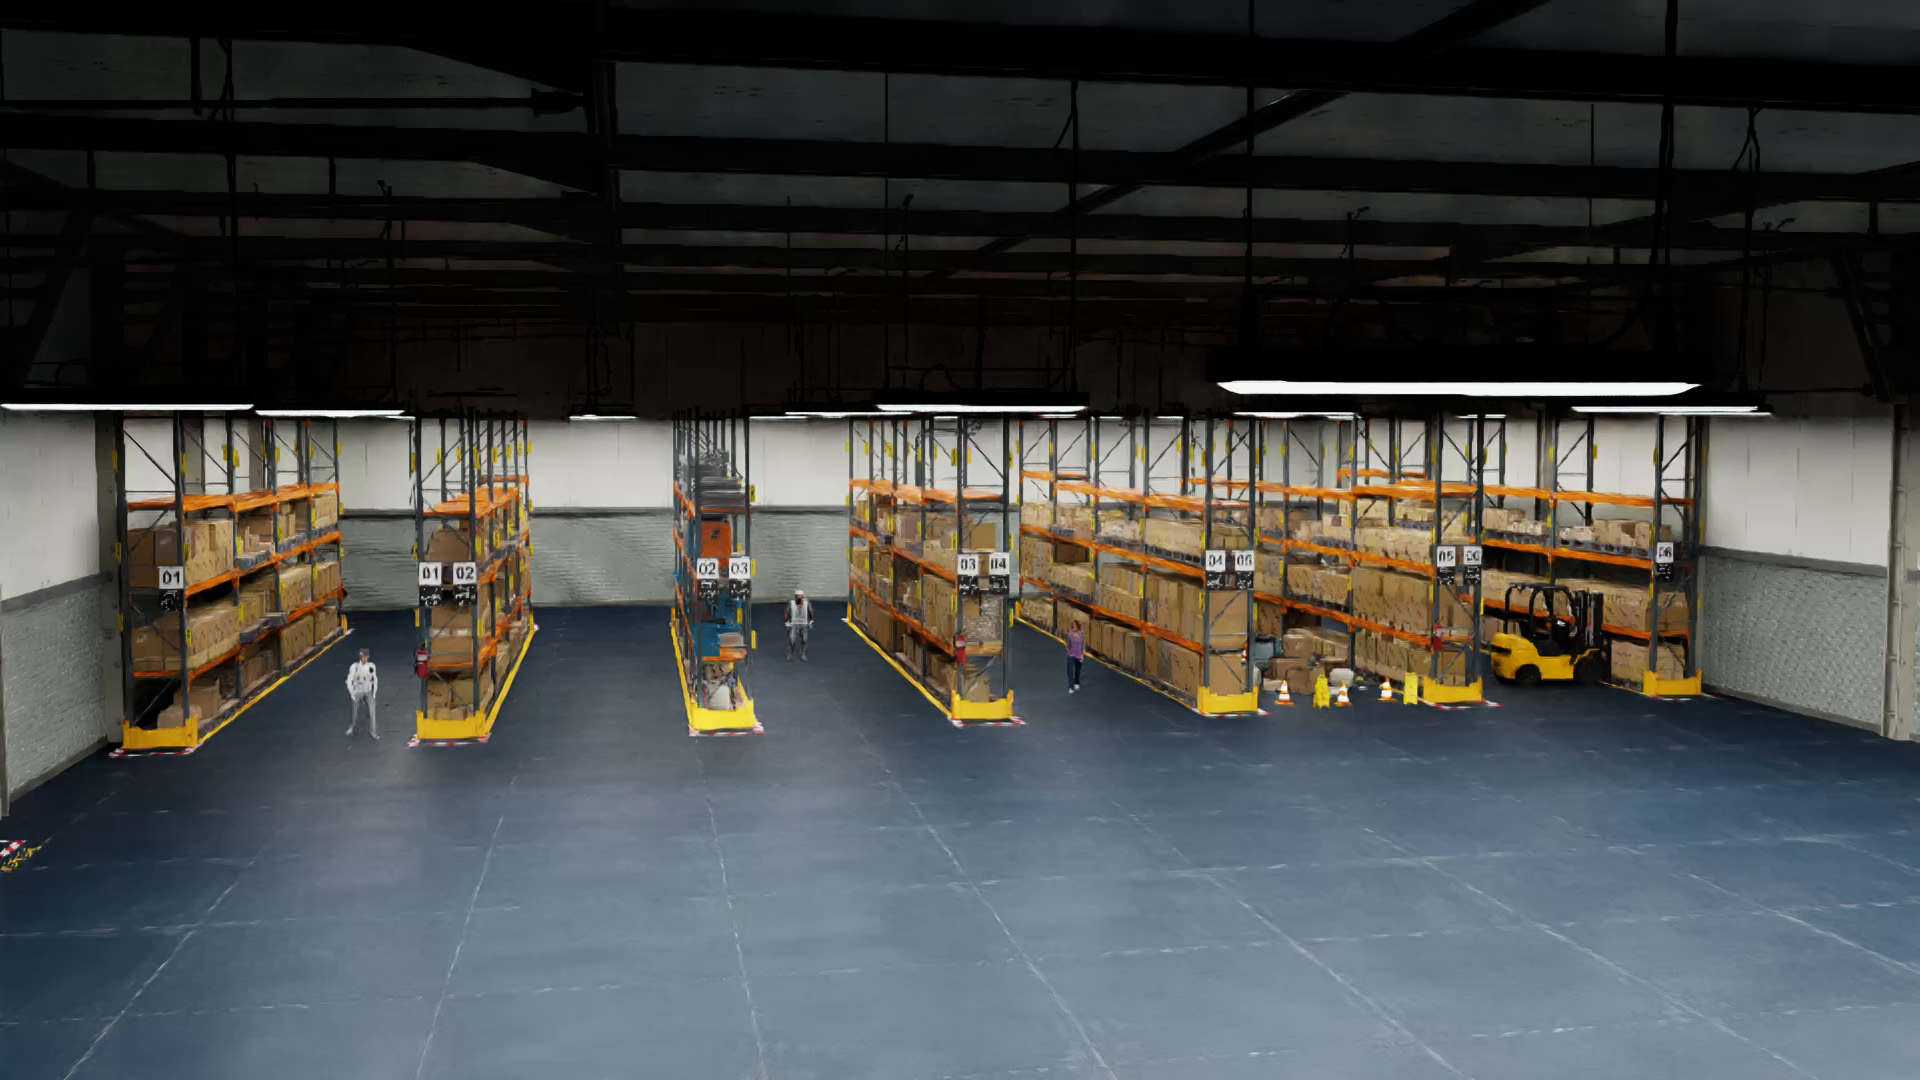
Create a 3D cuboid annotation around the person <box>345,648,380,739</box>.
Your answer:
[{"bbox_3d":[-10.846,2.745,30.148,0.560,1.628,0.843,-2,5,-29],"label":"person"}]

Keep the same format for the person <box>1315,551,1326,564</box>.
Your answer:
[{"bbox_3d":[11.404,1.171,52.448,0.685,1.655,0.489,-3,5,-39],"label":"person"}]

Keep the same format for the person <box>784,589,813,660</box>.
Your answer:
[{"bbox_3d":[-3.864,2.031,39.854,0.702,1.735,0.549,-1,4,-12],"label":"person"}]

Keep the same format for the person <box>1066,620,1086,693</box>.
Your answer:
[{"bbox_3d":[2.445,2.443,35.160,0.407,1.533,0.962,0,4,-2],"label":"person"}]
